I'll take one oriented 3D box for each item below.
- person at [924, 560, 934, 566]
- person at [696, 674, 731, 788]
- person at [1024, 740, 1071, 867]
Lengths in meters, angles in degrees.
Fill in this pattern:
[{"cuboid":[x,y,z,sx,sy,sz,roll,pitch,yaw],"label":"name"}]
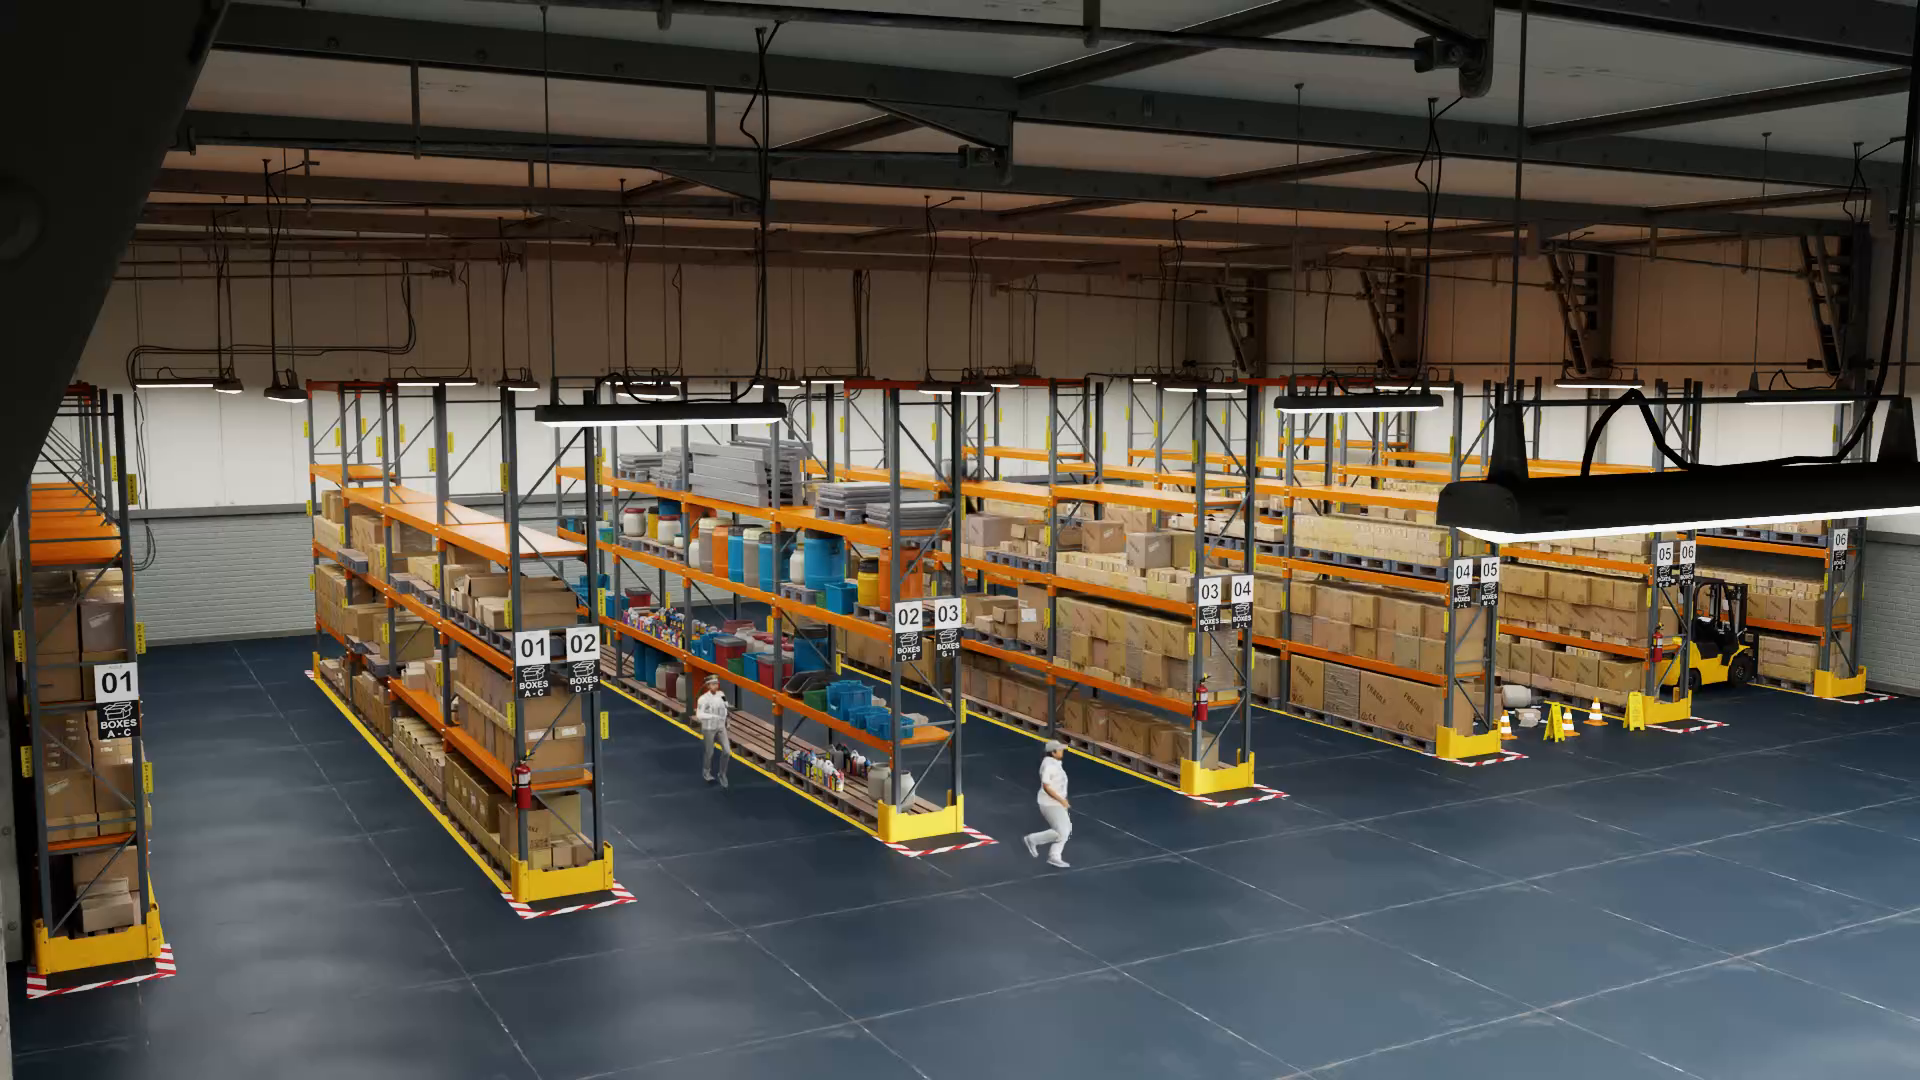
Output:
[{"cuboid":[-0.819,1.291,39.652,0.640,1.636,0.588,-2,7,-22],"label":"person"},{"cuboid":[-3.672,2.857,24.890,0.590,1.740,0.726,-4,7,-31],"label":"person"},{"cuboid":[1.104,3.321,20.946,0.603,1.637,0.623,0,6,-1],"label":"person"}]
